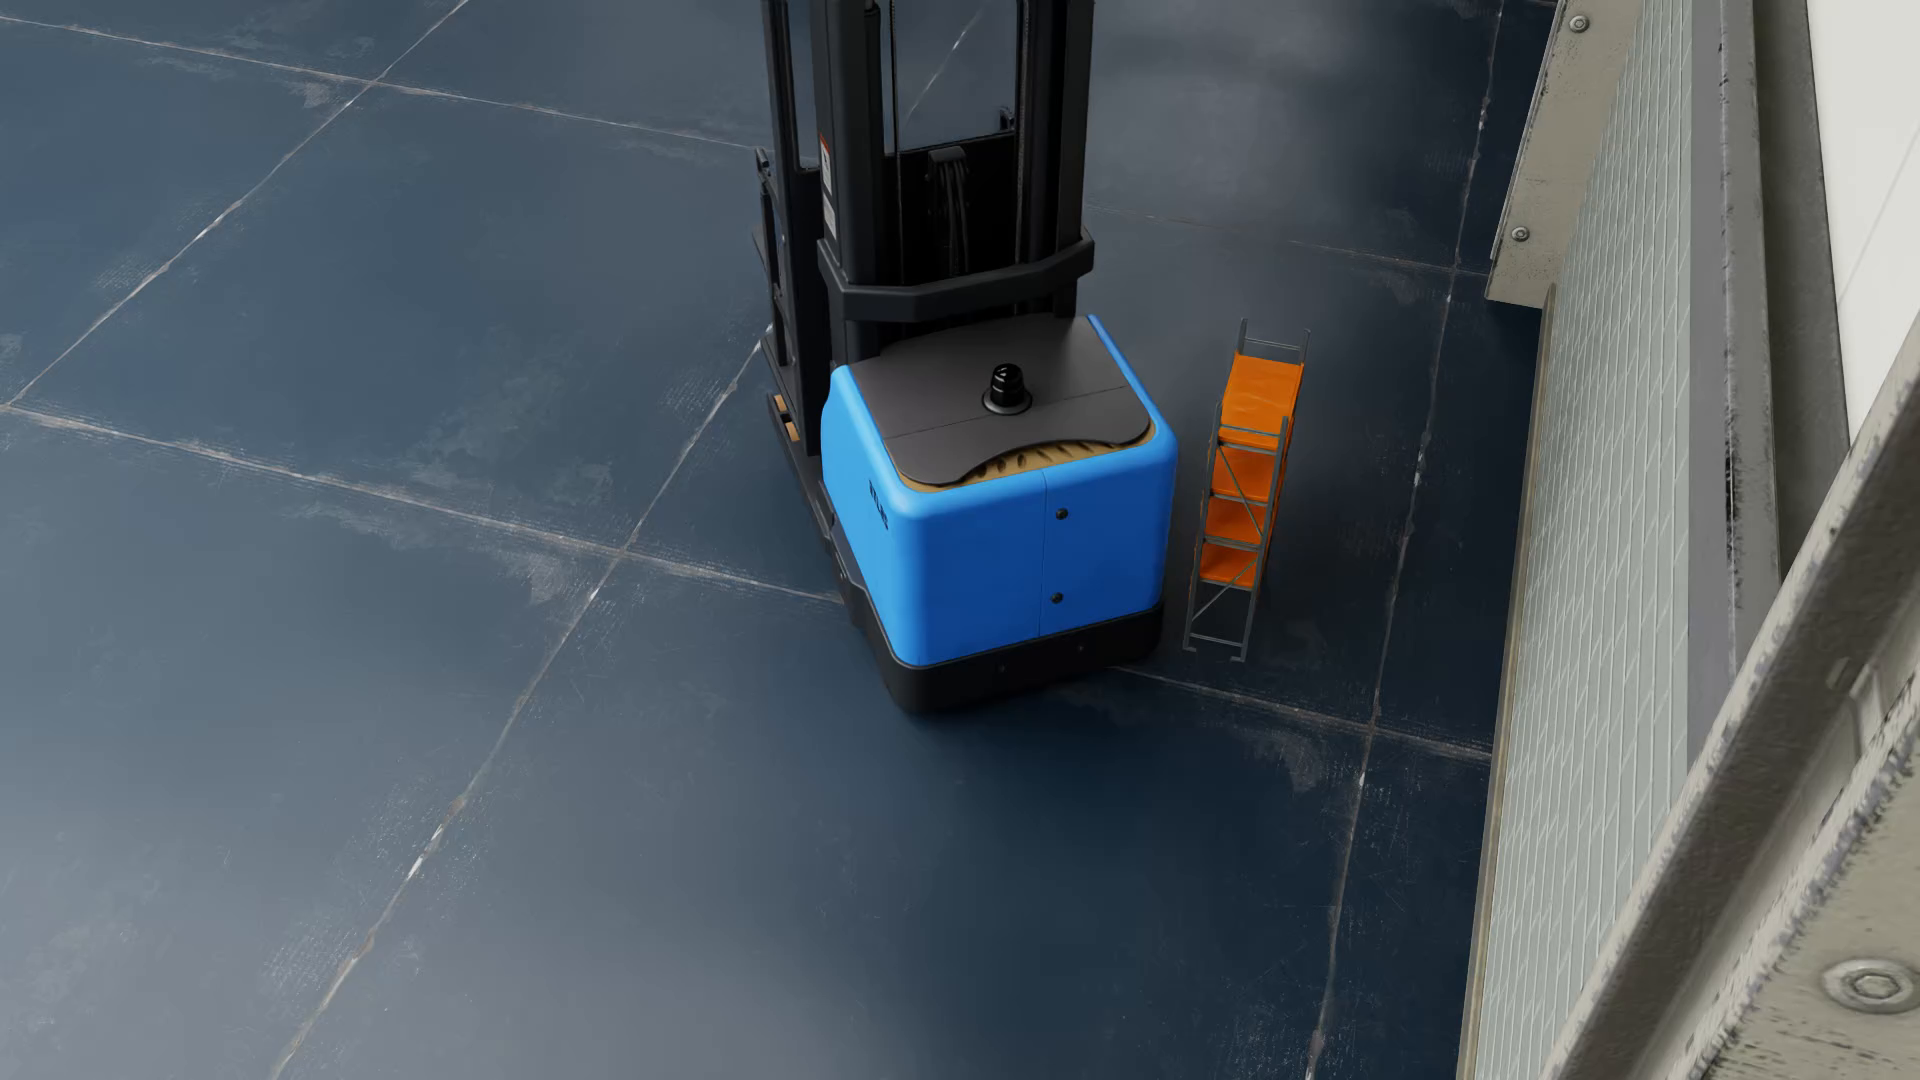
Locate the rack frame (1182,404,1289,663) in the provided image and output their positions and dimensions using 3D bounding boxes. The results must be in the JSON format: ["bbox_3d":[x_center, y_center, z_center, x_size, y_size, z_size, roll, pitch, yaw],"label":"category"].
[{"bbox_3d":[0.962,0.006,5.886,0.240,1.200,0.015,12,46,12],"label":"rack frame"}]

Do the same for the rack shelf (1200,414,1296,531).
[{"bbox_3d":[1.031,-0.269,5.944,0.258,0.148,0.480,12,46,12],"label":"rack shelf"}]

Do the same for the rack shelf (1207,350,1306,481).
[{"bbox_3d":[1.031,-0.438,5.778,0.258,0.148,0.480,12,46,12],"label":"rack shelf"}]

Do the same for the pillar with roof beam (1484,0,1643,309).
[{"bbox_3d":[-1.397,-5.379,5.813,9.100,9.000,0.400,13,46,13],"label":"pillar with roof beam"}]

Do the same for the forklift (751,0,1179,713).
[{"bbox_3d":[-0.196,-1.473,6.159,1.130,2.935,3.031,-13,46,-13],"label":"forklift"}]

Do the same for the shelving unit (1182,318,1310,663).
[{"bbox_3d":[1.031,-0.157,6.053,0.258,1.200,0.503,12,46,12],"label":"shelving unit"}]

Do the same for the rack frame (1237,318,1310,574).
[{"bbox_3d":[1.101,-0.321,6.220,0.240,1.200,0.015,12,46,12],"label":"rack frame"}]

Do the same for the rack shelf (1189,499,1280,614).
[{"bbox_3d":[1.032,0.033,6.239,0.258,0.148,0.480,12,46,12],"label":"rack shelf"}]

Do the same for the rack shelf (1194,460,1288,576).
[{"bbox_3d":[1.031,-0.109,6.100,0.258,0.148,0.480,12,46,12],"label":"rack shelf"}]
